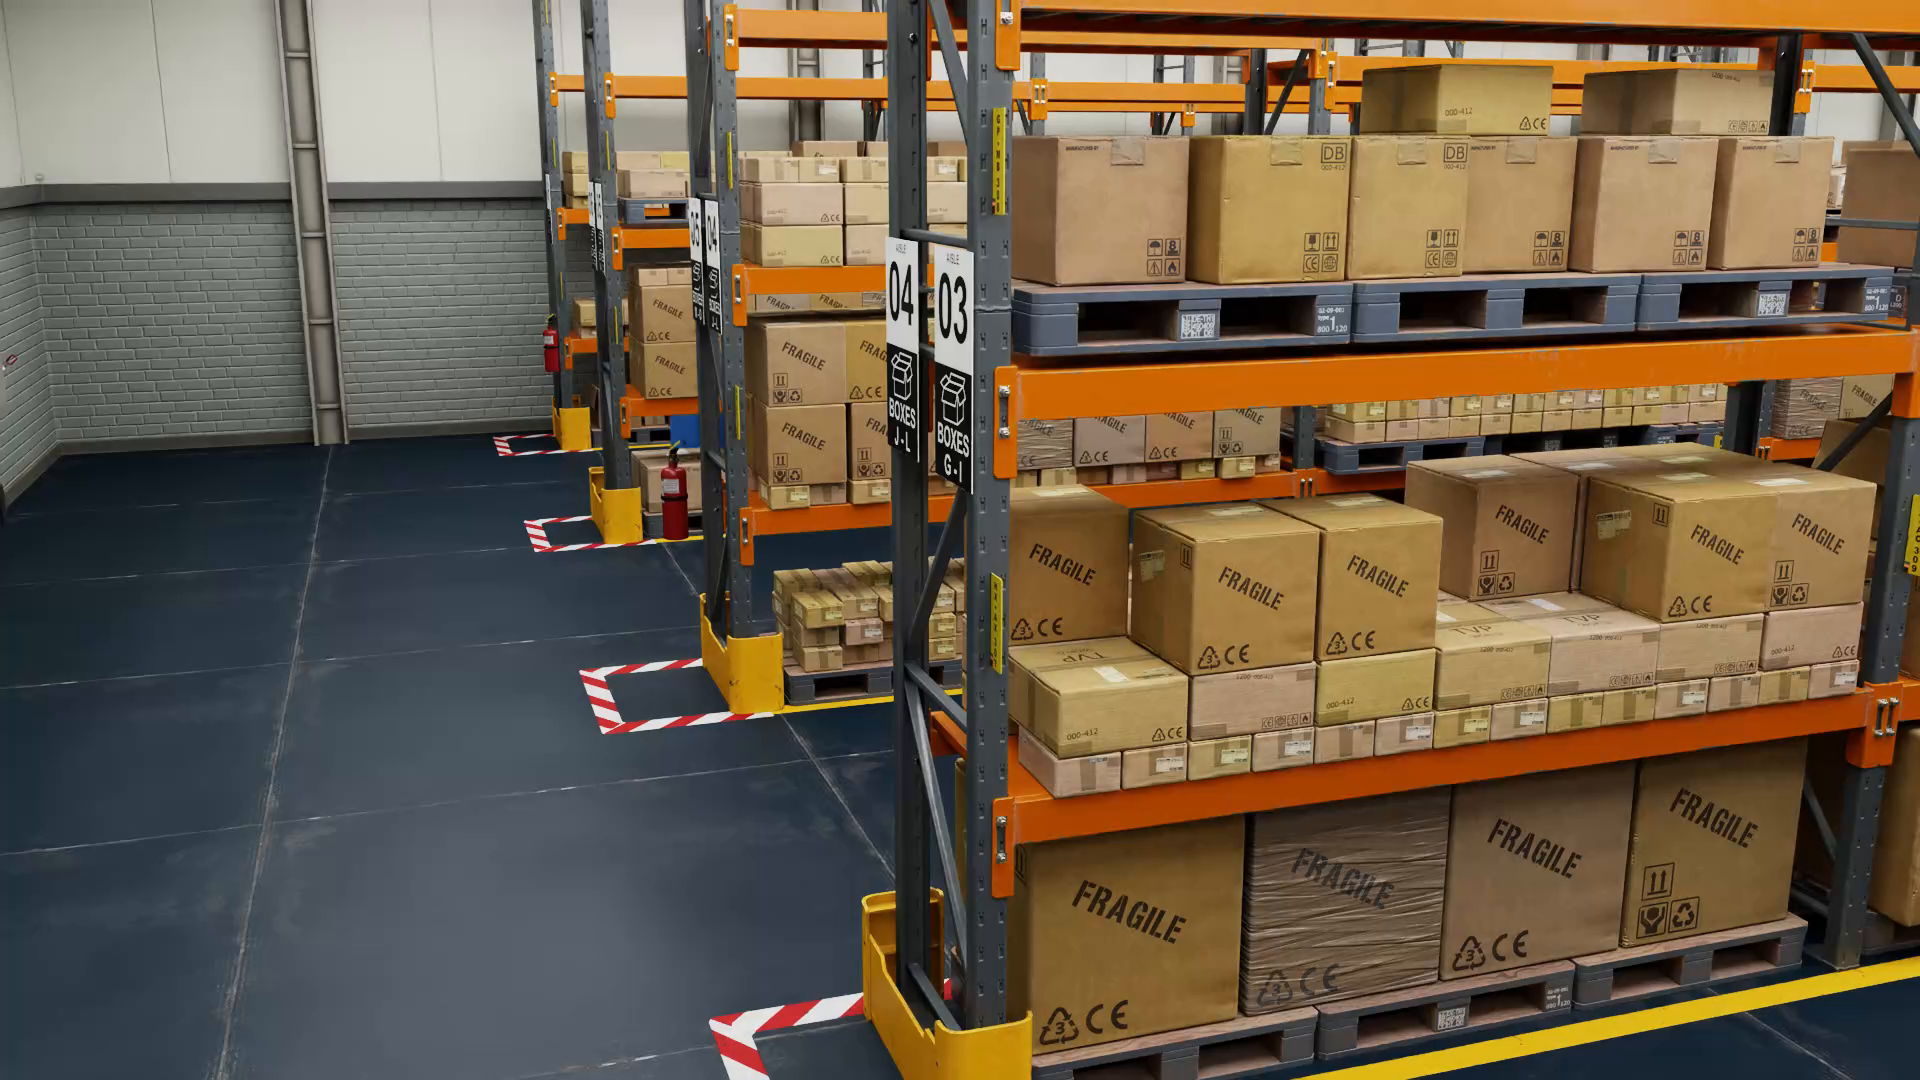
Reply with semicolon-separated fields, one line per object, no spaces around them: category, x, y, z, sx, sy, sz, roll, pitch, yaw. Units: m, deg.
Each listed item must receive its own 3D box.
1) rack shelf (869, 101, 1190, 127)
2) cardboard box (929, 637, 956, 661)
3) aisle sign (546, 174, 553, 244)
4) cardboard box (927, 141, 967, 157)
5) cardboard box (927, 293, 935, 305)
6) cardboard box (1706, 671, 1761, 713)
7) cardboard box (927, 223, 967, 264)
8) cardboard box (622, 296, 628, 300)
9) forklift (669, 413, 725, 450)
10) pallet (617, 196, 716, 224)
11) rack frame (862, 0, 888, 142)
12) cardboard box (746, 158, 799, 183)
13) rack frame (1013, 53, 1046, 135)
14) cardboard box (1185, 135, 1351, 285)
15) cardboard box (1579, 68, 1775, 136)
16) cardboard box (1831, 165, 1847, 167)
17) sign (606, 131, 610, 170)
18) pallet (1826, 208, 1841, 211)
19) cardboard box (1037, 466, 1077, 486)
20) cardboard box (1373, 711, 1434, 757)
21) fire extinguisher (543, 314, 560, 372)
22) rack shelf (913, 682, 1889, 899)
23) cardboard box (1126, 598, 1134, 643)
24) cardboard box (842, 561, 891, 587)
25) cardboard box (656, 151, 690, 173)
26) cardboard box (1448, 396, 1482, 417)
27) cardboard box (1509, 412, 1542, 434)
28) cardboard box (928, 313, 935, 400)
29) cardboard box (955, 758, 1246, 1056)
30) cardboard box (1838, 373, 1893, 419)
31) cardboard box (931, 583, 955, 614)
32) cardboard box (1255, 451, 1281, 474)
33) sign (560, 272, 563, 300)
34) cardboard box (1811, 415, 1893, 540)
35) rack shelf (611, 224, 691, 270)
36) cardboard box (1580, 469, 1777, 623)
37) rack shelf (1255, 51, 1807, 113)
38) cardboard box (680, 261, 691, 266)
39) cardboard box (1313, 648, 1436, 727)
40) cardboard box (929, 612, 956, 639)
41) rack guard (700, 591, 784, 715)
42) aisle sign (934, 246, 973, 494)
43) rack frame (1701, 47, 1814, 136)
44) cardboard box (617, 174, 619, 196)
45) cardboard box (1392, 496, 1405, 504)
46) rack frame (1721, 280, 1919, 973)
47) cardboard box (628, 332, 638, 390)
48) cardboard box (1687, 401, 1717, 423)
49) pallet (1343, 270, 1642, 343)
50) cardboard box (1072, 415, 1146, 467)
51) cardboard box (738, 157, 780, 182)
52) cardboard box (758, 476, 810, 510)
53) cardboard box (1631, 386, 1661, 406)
rack shelf;0.890;-5.462;21.185;4.000;0.370;1.077;-4;14;-18
cardboard box;-0.205;0.684;11.147;0.250;0.149;0.380;-4;14;-17
aisle sign;-4.768;-3.840;19.296;0.004;0.787;0.394;-4;14;-18
cardboard box;-0.044;-3.616;16.146;0.500;0.500;0.500;-4;14;-17
cardboard box;-0.262;-2.256;15.876;0.500;0.500;0.500;-5;14;-19
cardboard box;3.070;0.576;6.889;0.250;0.149;0.380;-5;14;-19
cardboard box;-0.044;-1.921;10.685;0.500;0.250;0.500;-5;14;-20
cardboard box;-3.957;-2.847;20.418;0.500;0.250;0.500;-4;14;-18
forklift;-1.576;-2.137;17.898;3.031;2.935;1.130;-7;15;-27
pallet;-2.511;-3.030;15.216;1.213;0.211;1.003;-4;14;-18
rack frame;-1.006;-5.859;20.435;0.127;3.000;1.000;-4;14;-18
cardboard box;-1.156;-2.276;10.237;0.250;0.149;0.380;-5;14;-19
rack frame;0.581;-4.771;15.860;0.127;3.000;1.000;-4;14;-18
cardboard box;0.998;-1.209;6.031;0.500;0.500;0.700;-5;14;-20
cardboard box;2.848;-1.736;6.625;0.500;0.250;0.500;-5;14;-22
cardboard box;6.941;-2.881;13.466;0.500;0.311;0.500;-4;14;-18
sign;-3.039;-3.358;14.342;0.005;0.325;0.100;-4;14;-18
pallet;7.699;-2.579;13.535;1.213;0.211;1.003;-4;14;-15
cardboard box;0.600;-0.448;11.194;0.250;0.149;0.380;-4;14;-17
cardboard box;1.610;0.690;6.411;0.250;0.149;0.380;-5;14;-19
fire extinguisher;-4.789;-2.314;19.469;0.183;0.674;0.296;-4;14;-18
rack shelf;1.846;0.819;6.879;4.000;0.370;1.077;-4;14;-18
cardboard box;0.806;0.414;6.710;0.500;0.250;0.500;-5;14;-19
cardboard box;-0.654;0.267;11.613;0.250;0.149;0.380;-5;14;-19
cardboard box;-3.337;-4.471;19.681;0.500;0.250;0.500;-5;14;-19
cardboard box;3.511;-0.987;11.909;0.250;0.149;0.380;-5;14;-20
cardboard box;4.011;-0.882;12.110;0.250;0.149;0.380;-5;14;-19
cardboard box;-0.049;-1.205;10.816;0.500;0.500;0.500;-5;14;-19
cardboard box;0.531;1.381;6.645;0.875;0.875;0.875;-4;14;-18
cardboard box;7.039;-1.130;13.301;0.500;0.500;0.500;-5;14;-19
cardboard box;-0.220;0.377;11.151;0.250;0.149;0.380;-5;14;-21
cardboard box;2.059;-0.579;11.746;0.250;0.149;0.380;-5;14;-19
sign;-4.624;-2.947;19.288;0.005;0.325;0.100;-4;14;-18
cardboard box;4.344;-0.264;7.494;0.637;0.503;0.797;-5;14;-20
rack shelf;-1.315;-2.814;15.669;4.000;0.370;1.077;-4;14;-18
cardboard box;2.915;0.014;6.772;0.500;0.500;0.500;-4;14;-17
rack shelf;4.151;-3.295;12.077;4.000;0.370;1.077;-4;14;-18
cardboard box;-2.483;-2.539;15.665;0.250;0.149;0.380;-5;14;-19
cardboard box;1.459;0.493;6.378;0.500;0.250;0.500;-5;14;-20
cardboard box;-0.198;0.537;11.123;0.250;0.149;0.380;-4;14;-16
rack guard;-1.464;0.732;11.093;0.348;0.500;1.175;-4;14;-18
aisle sign;-0.022;-0.577;5.575;0.004;0.787;0.394;-4;14;-18
rack frame;6.046;-3.988;12.568;0.127;3.000;1.000;-4;14;-18
cardboard box;-3.814;-4.191;19.587;0.500;0.250;0.500;-4;14;-17
cardboard box;3.544;-0.163;12.328;0.500;0.250;0.500;-4;14;-17
rack frame;3.741;0.321;7.416;0.127;3.000;1.000;-4;14;-18
cardboard box;-2.838;-1.699;15.695;0.500;0.500;0.500;-4;14;-18
cardboard box;5.490;-0.996;12.590;0.250;0.149;0.380;-4;14;-18
pallet;1.808;-0.947;6.460;1.213;0.211;1.003;-4;14;-18
cardboard box;0.923;-0.795;11.251;0.500;0.500;0.500;-5;14;-18
cardboard box;-1.314;-2.391;10.720;0.250;0.149;0.380;-5;14;-19
cardboard box;-1.124;-0.308;10.607;0.250;0.149;0.380;-5;14;-19
cardboard box;4.985;-1.101;12.389;0.250;0.149;0.380;-4;14;-18
